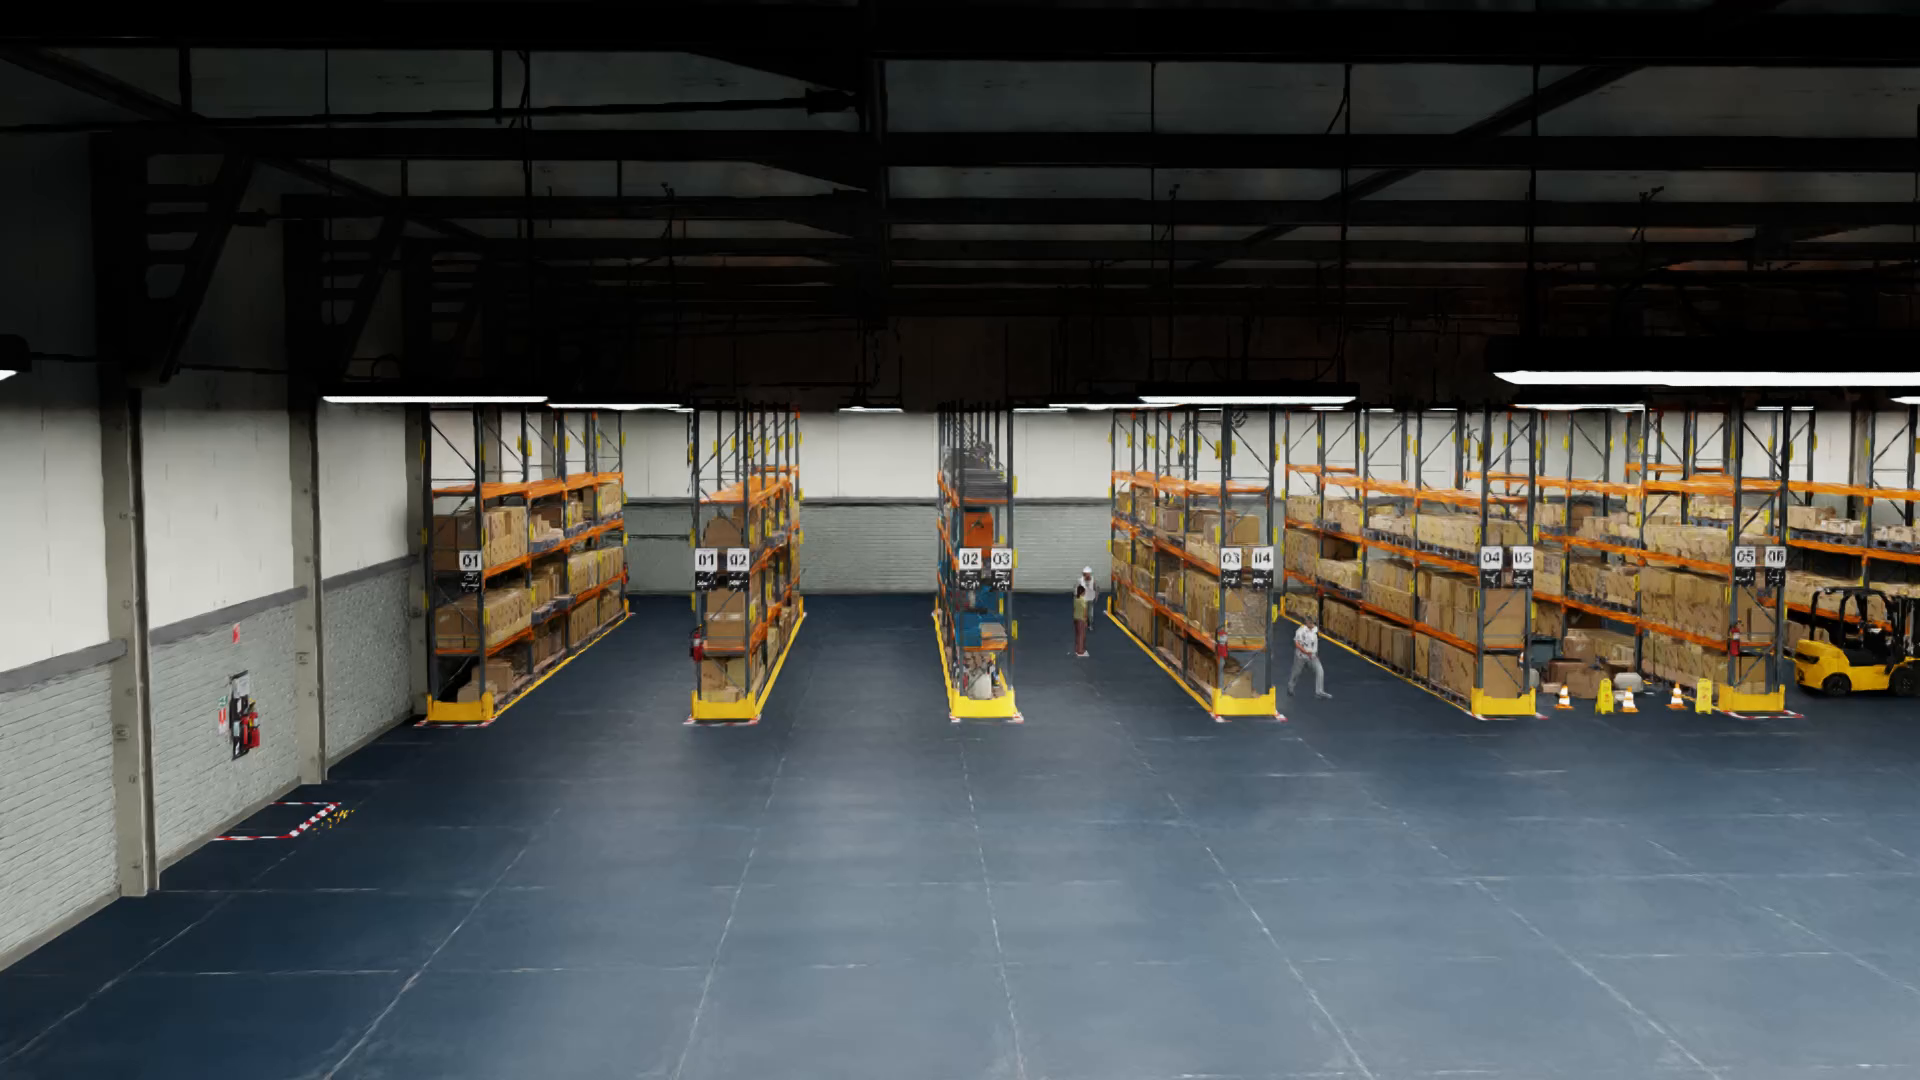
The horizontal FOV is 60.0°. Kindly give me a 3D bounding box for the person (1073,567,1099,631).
[{"bbox_3d":[3.318,1.551,43.708,0.677,1.726,0.574,0,4,-4],"label":"person"}]

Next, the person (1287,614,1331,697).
[{"bbox_3d":[7.012,2.320,33.588,0.705,1.688,0.850,-2,5,-20],"label":"person"}]

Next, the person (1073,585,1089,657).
[{"bbox_3d":[2.883,1.948,39.213,0.441,1.572,0.498,-3,5,-30],"label":"person"}]
